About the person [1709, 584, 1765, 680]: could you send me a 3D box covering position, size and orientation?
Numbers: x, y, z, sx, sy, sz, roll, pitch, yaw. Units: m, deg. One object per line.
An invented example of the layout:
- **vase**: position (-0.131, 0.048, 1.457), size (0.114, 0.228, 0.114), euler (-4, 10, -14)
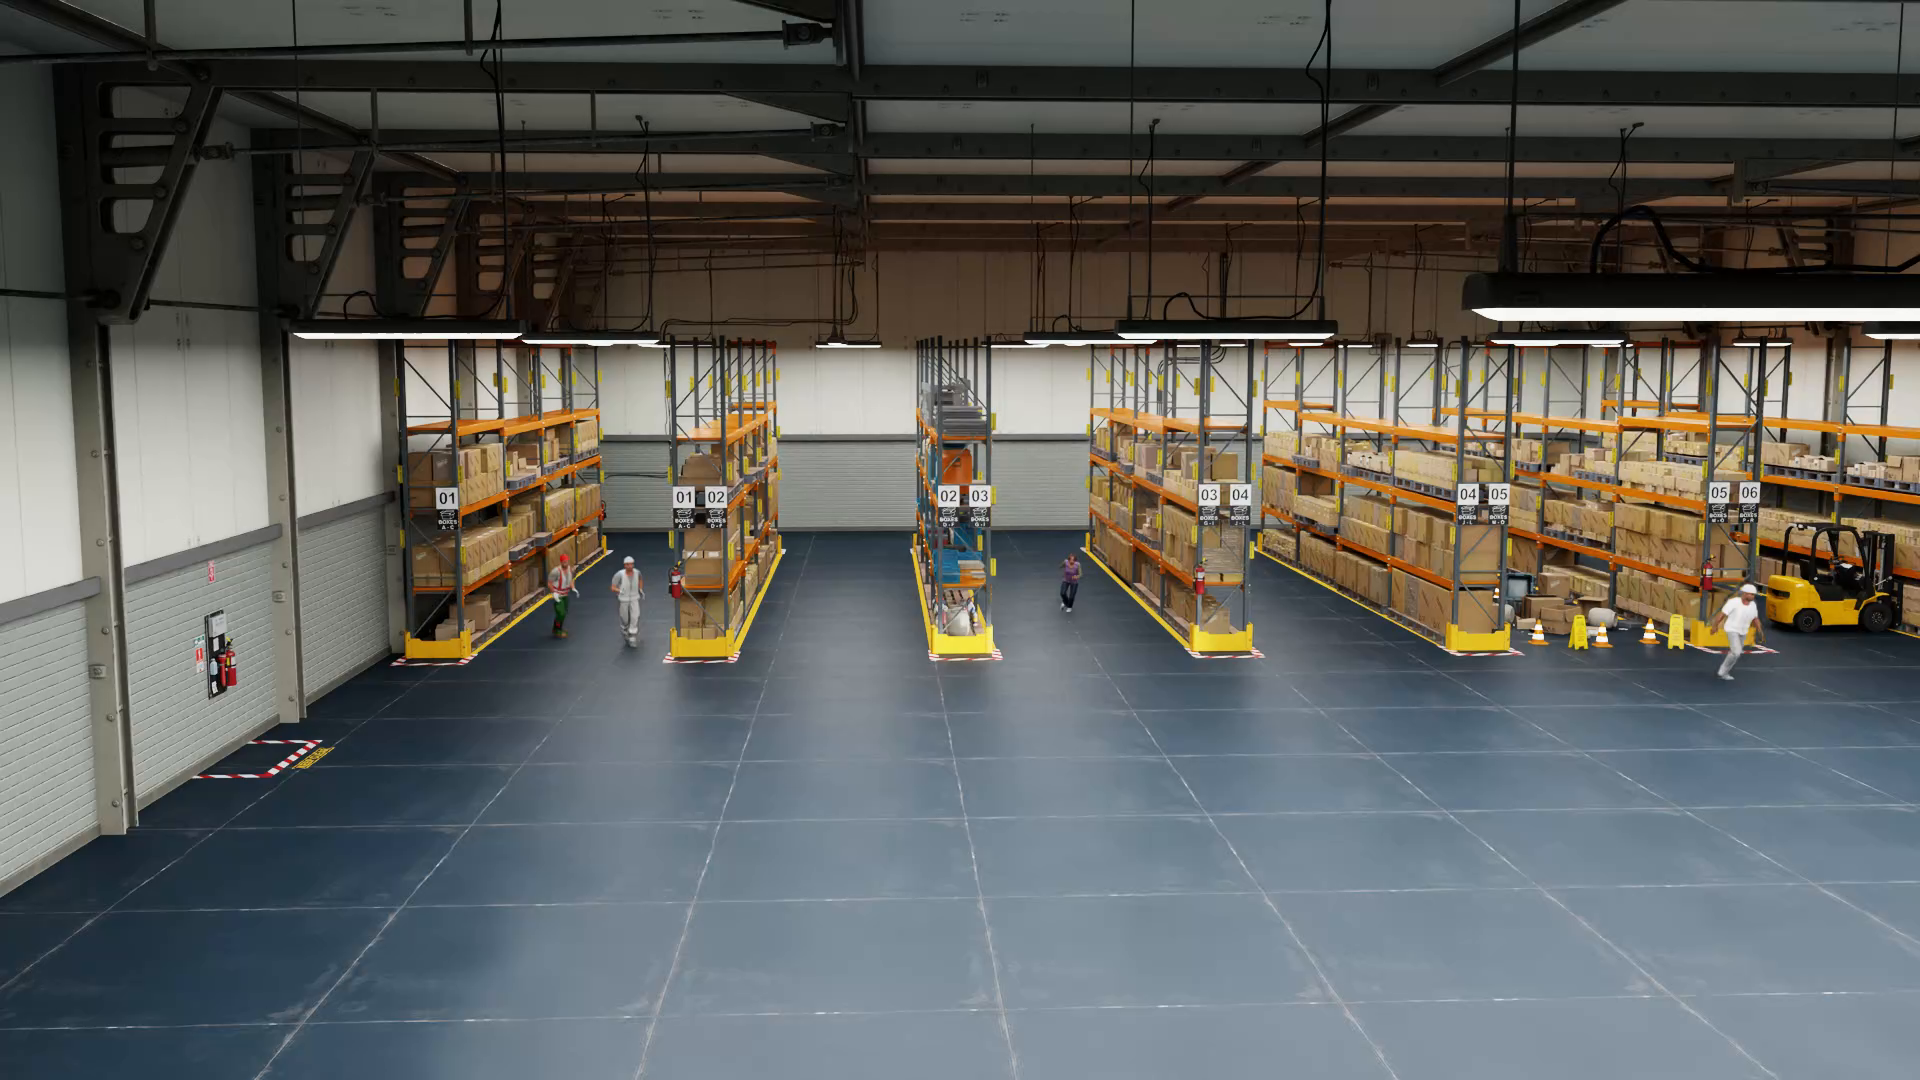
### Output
- **person**: position (13.477, 1.599, 28.792), size (0.695, 1.715, 0.663), euler (-3, 7, -21)

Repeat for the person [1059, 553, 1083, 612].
- **person**: position (2.396, 0.937, 36.132), size (0.559, 1.356, 0.907), euler (1, 7, 9)

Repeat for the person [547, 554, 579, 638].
- **person**: position (-7.997, 1.110, 33.234), size (0.785, 1.720, 0.662), euler (4, 7, 29)

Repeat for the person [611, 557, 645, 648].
- **person**: position (-6.455, 1.174, 32.278), size (0.655, 1.753, 0.970), euler (-2, 7, -21)
